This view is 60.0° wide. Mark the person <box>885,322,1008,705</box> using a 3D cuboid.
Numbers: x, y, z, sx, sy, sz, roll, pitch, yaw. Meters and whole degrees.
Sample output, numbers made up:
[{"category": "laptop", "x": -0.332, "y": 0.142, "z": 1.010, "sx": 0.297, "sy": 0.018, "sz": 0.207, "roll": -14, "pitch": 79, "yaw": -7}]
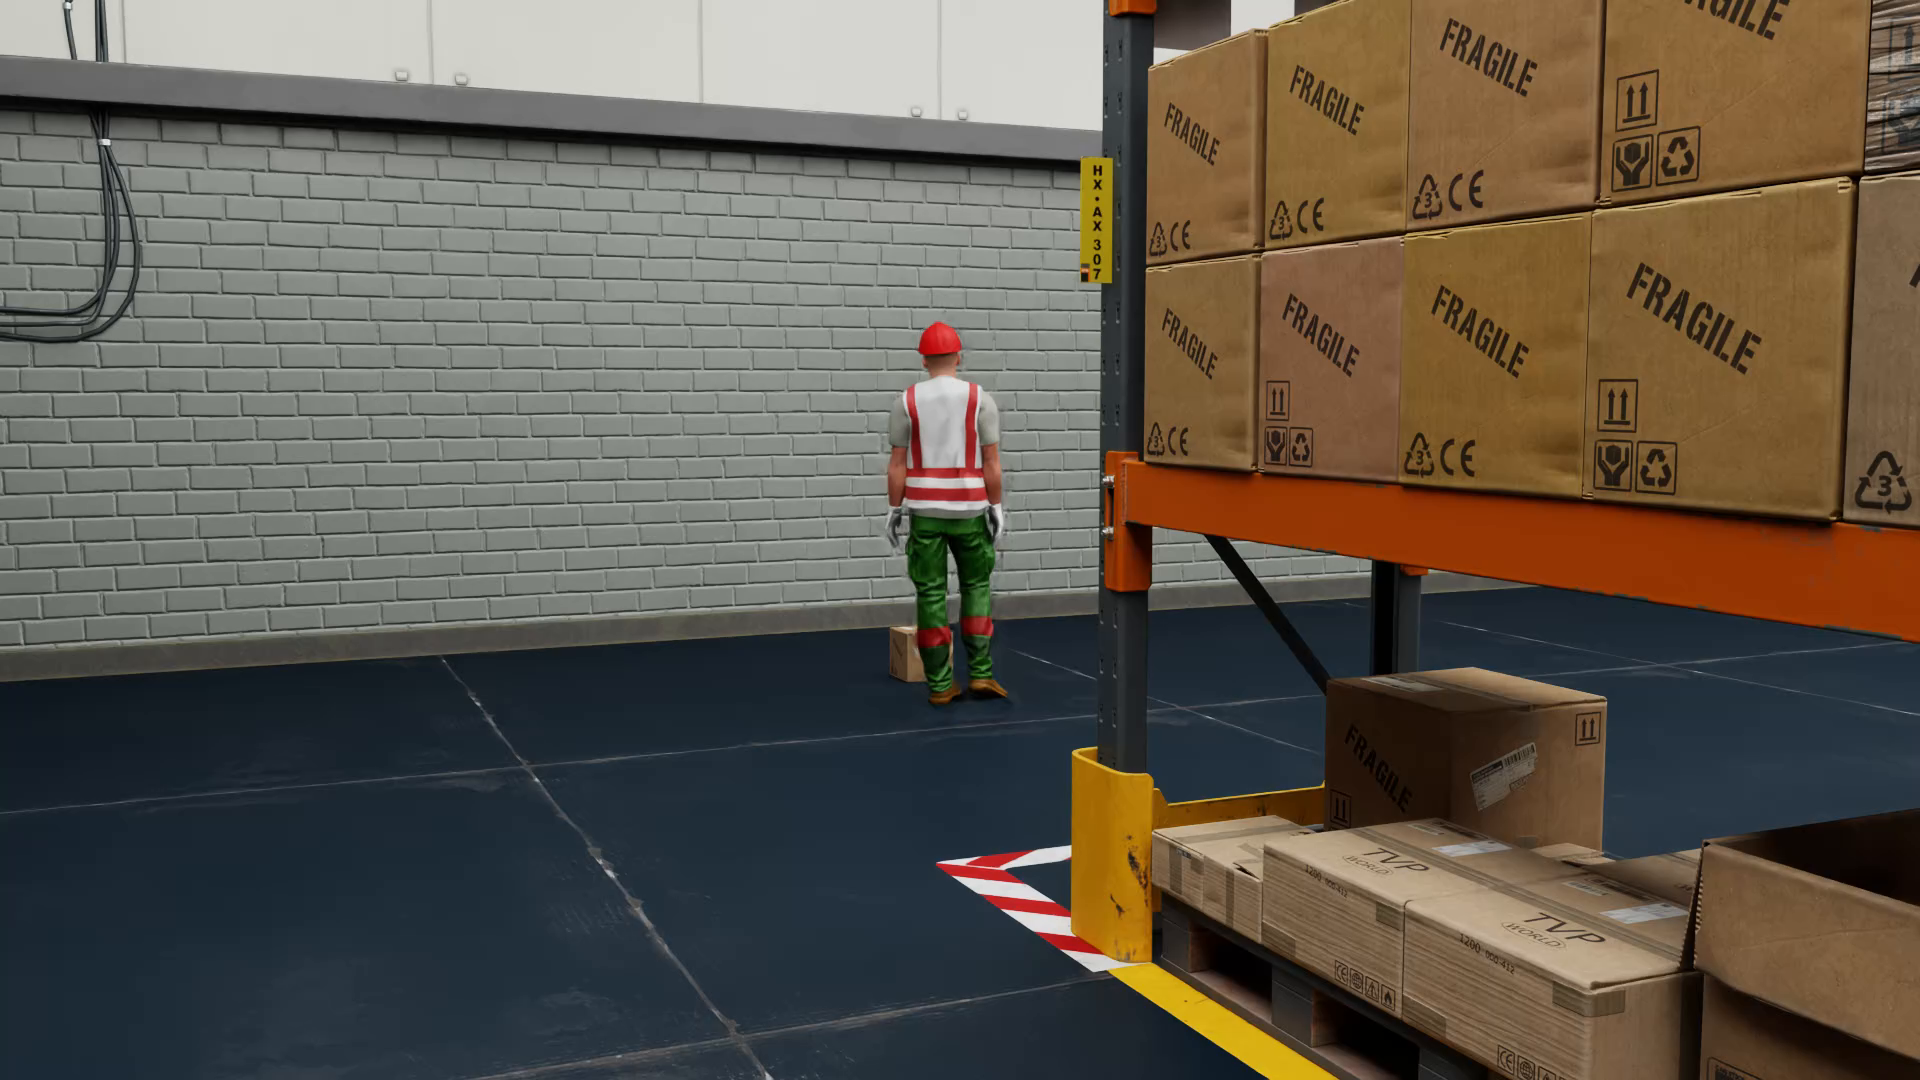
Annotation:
[{"category": "person", "x": -0.059, "y": -0.113, "z": 7.880, "sx": 0.589, "sy": 1.822, "sz": 0.398, "roll": 0, "pitch": 5, "yaw": 0}]
